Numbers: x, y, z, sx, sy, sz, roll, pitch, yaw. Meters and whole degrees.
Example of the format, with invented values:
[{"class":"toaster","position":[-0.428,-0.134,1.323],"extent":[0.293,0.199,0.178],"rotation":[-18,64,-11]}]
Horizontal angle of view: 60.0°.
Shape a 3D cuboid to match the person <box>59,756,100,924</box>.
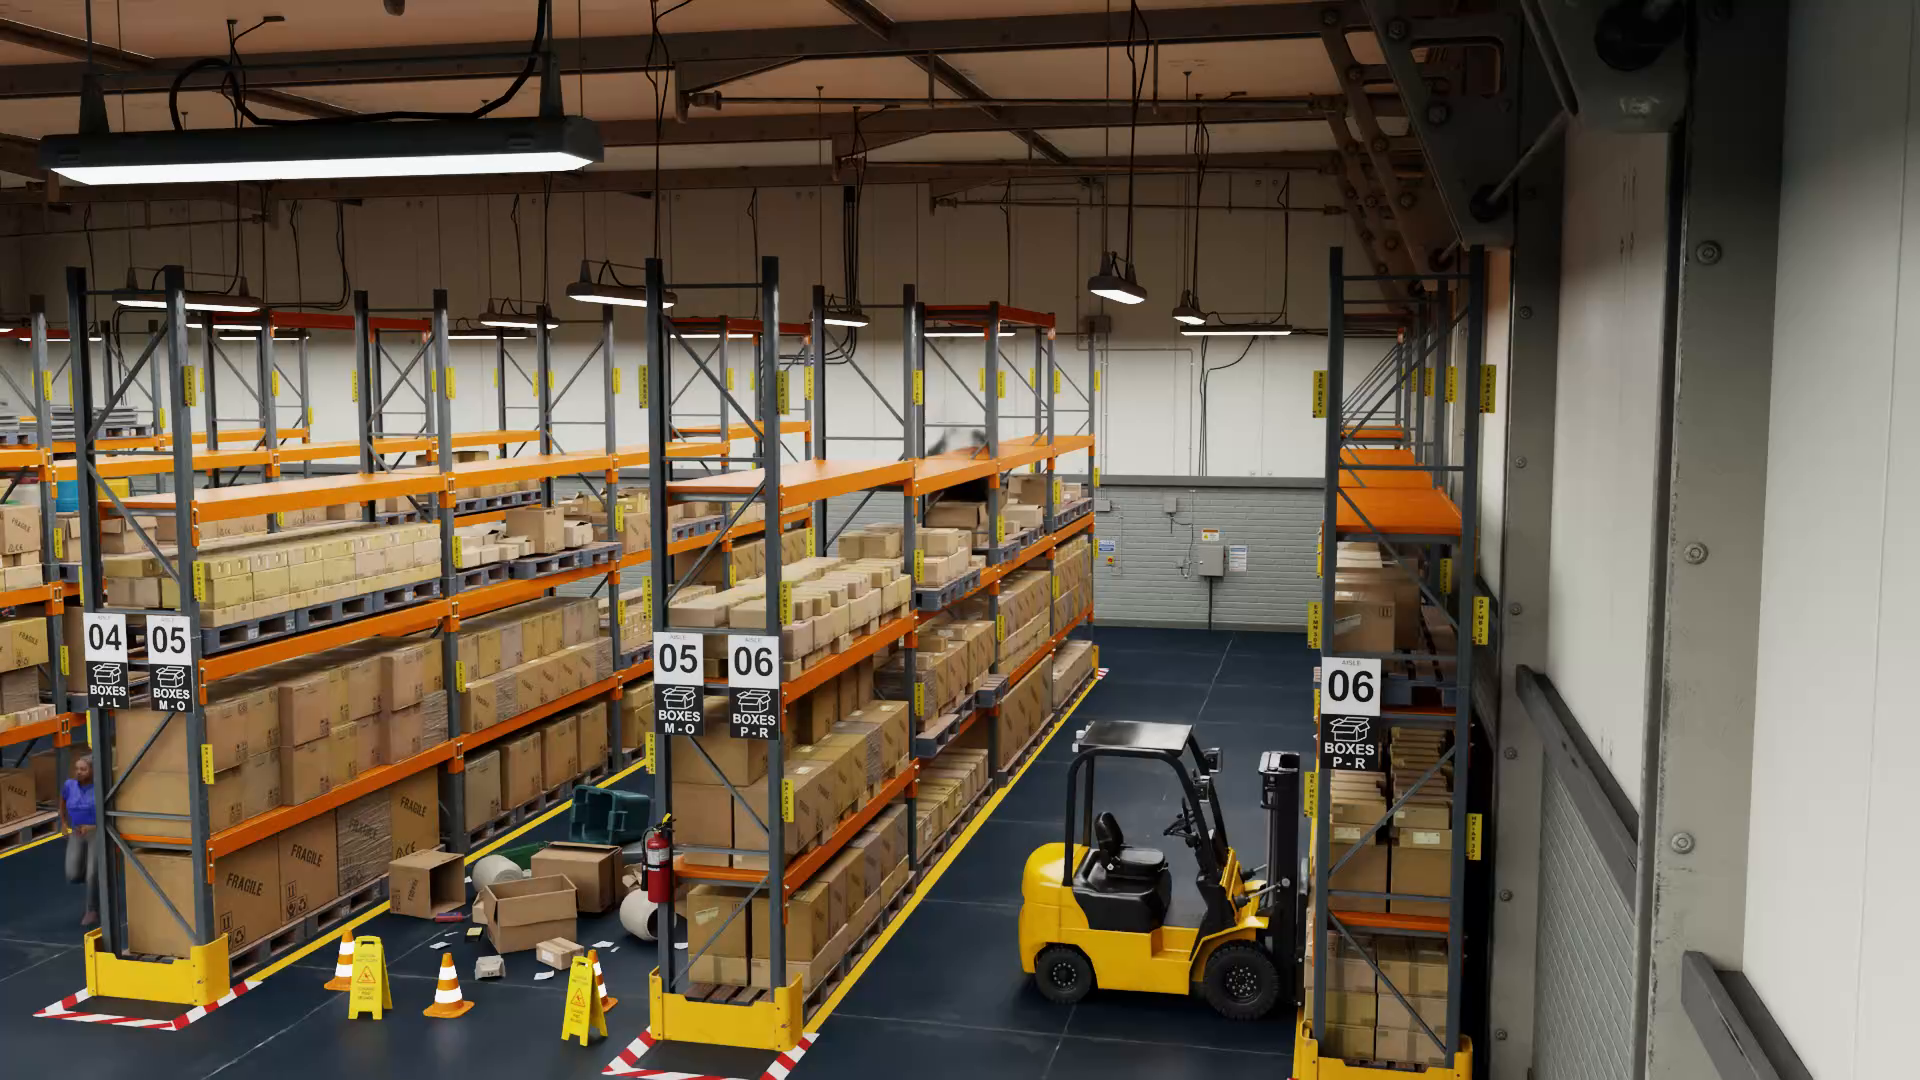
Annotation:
[{"class":"person","position":[-8.207,2.817,15.616],"extent":[0.615,1.595,0.643],"rotation":[0,6,-1]}]
